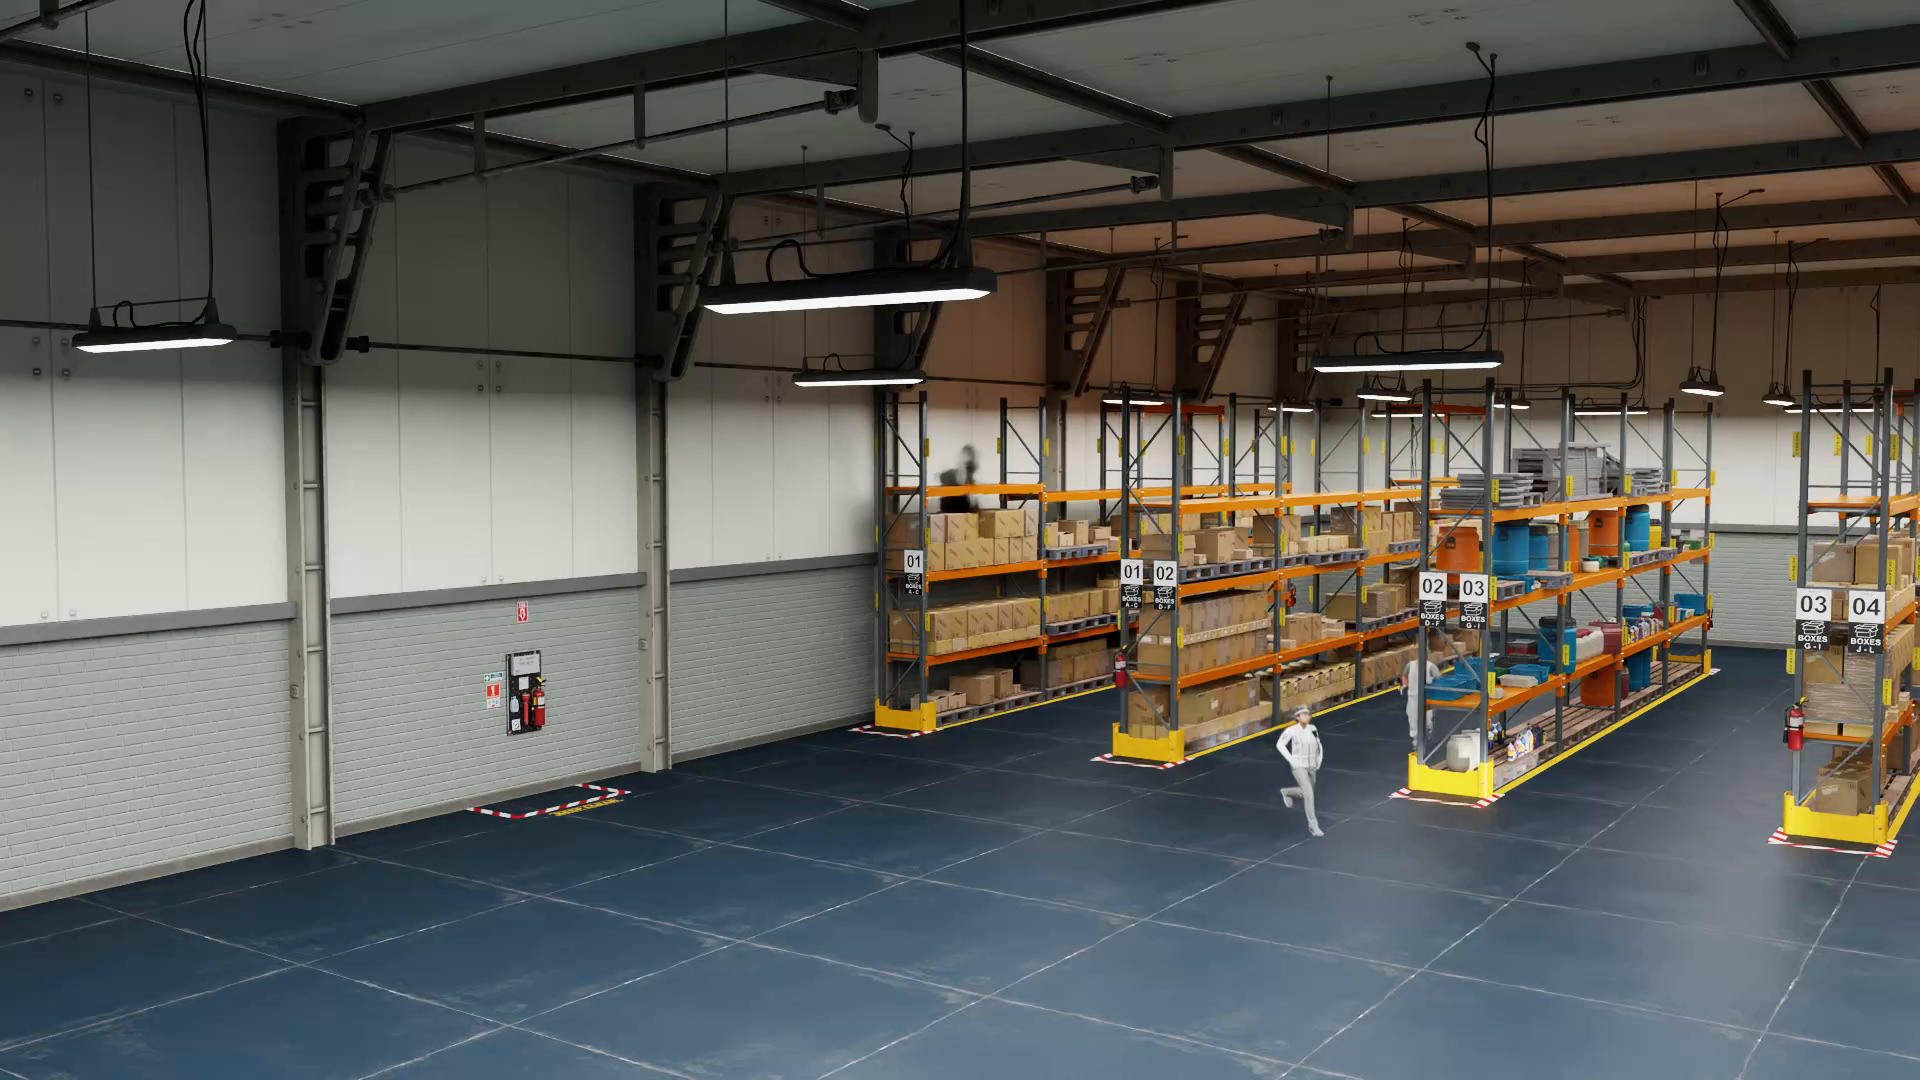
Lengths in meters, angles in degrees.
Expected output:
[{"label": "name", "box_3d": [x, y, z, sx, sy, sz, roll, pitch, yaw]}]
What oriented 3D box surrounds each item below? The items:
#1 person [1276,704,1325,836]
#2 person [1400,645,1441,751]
[{"label": "person", "box_3d": [4.485, 2.986, 21.825, 0.599, 1.674, 0.963, -2, 4, -27]}, {"label": "person", "box_3d": [7.624, 2.600, 27.553, 0.663, 1.748, 0.780, 2, 4, 27]}]
